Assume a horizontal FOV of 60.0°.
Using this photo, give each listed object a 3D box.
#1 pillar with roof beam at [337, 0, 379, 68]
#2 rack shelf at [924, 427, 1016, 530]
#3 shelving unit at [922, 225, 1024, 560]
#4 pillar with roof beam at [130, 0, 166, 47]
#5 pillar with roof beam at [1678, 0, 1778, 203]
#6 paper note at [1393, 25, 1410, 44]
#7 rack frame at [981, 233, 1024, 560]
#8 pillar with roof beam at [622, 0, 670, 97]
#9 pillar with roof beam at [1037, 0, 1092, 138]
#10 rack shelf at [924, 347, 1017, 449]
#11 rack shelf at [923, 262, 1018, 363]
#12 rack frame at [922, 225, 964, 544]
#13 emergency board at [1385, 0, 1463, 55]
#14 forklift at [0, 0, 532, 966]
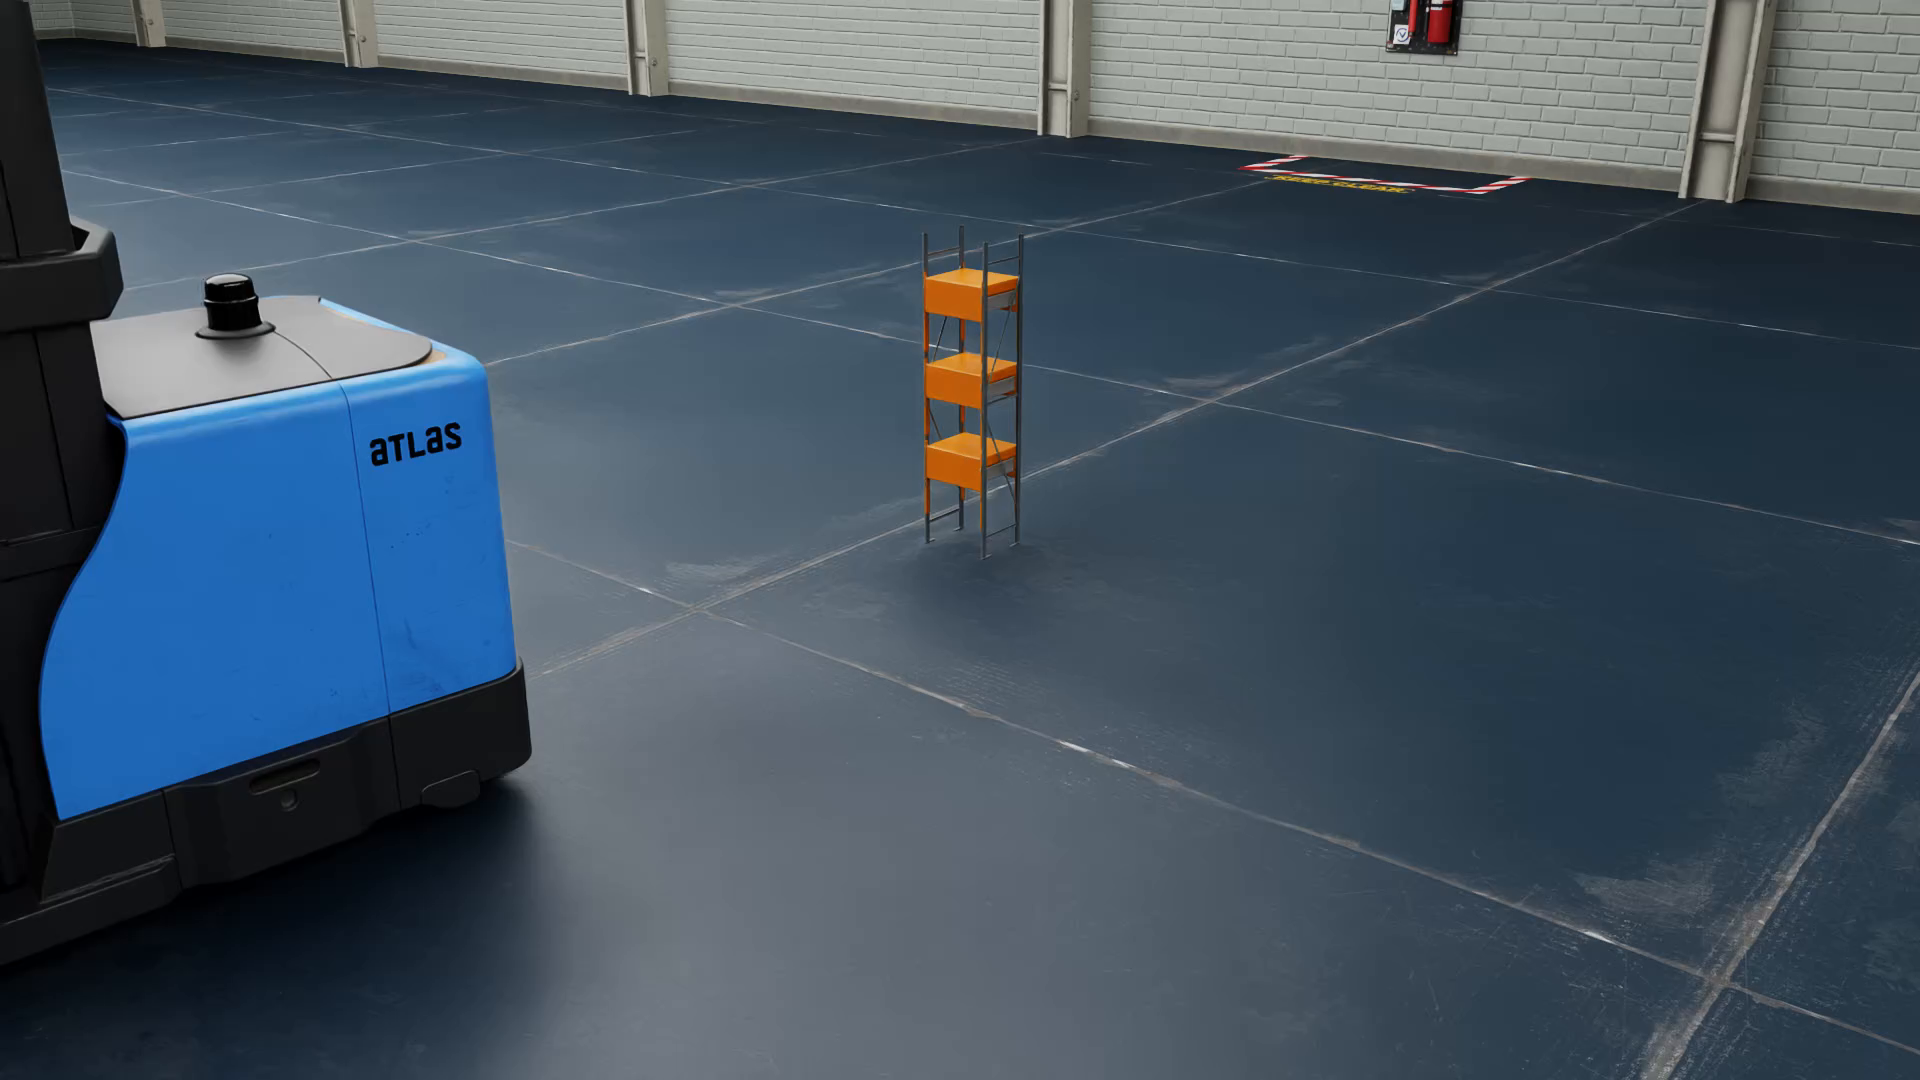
[{"bbox_3d":[-11.026,-9.619,18.423,0.400,9.000,9.100,16,26,36],"label":"pillar with roof beam"},{"bbox_3d":[0.041,-0.209,5.553,0.240,0.259,0.215,16,26,36],"label":"rack shelf"},{"bbox_3d":[0.041,-0.479,5.451,0.252,1.050,0.215,16,26,36],"label":"shelving unit"},{"bbox_3d":[-15.674,-10.958,21.973,0.400,9.000,9.100,16,26,36],"label":"pillar with roof beam"},{"bbox_3d":[2.919,-5.603,7.774,0.400,9.000,9.100,16,26,36],"label":"pillar with roof beam"},{"bbox_3d":[3.658,-4.181,13.753,0.142,0.148,0.016,16,26,36],"label":"paper note"},{"bbox_3d":[0.136,-0.452,5.379,0.008,1.050,0.200,16,26,36],"label":"rack frame"},{"bbox_3d":[-6.377,-8.281,14.873,0.400,9.000,9.100,16,26,36],"label":"pillar with roof beam"},{"bbox_3d":[-1.729,-6.942,11.324,0.400,9.000,9.100,16,26,36],"label":"pillar with roof beam"},{"bbox_3d":[0.041,-0.469,5.455,0.240,0.259,0.215,16,26,36],"label":"rack shelf"},{"bbox_3d":[0.041,-0.735,5.355,0.240,0.259,0.215,16,26,36],"label":"rack shelf"},{"bbox_3d":[-0.053,-0.507,5.523,0.008,1.050,0.200,16,26,36],"label":"rack frame"},{"bbox_3d":[3.751,-4.535,13.443,0.643,1.169,0.194,16,26,36],"label":"emergency board"},{"bbox_3d":[-2.470,-0.544,2.957,3.031,2.935,1.130,-18,27,-40],"label":"forklift"}]
